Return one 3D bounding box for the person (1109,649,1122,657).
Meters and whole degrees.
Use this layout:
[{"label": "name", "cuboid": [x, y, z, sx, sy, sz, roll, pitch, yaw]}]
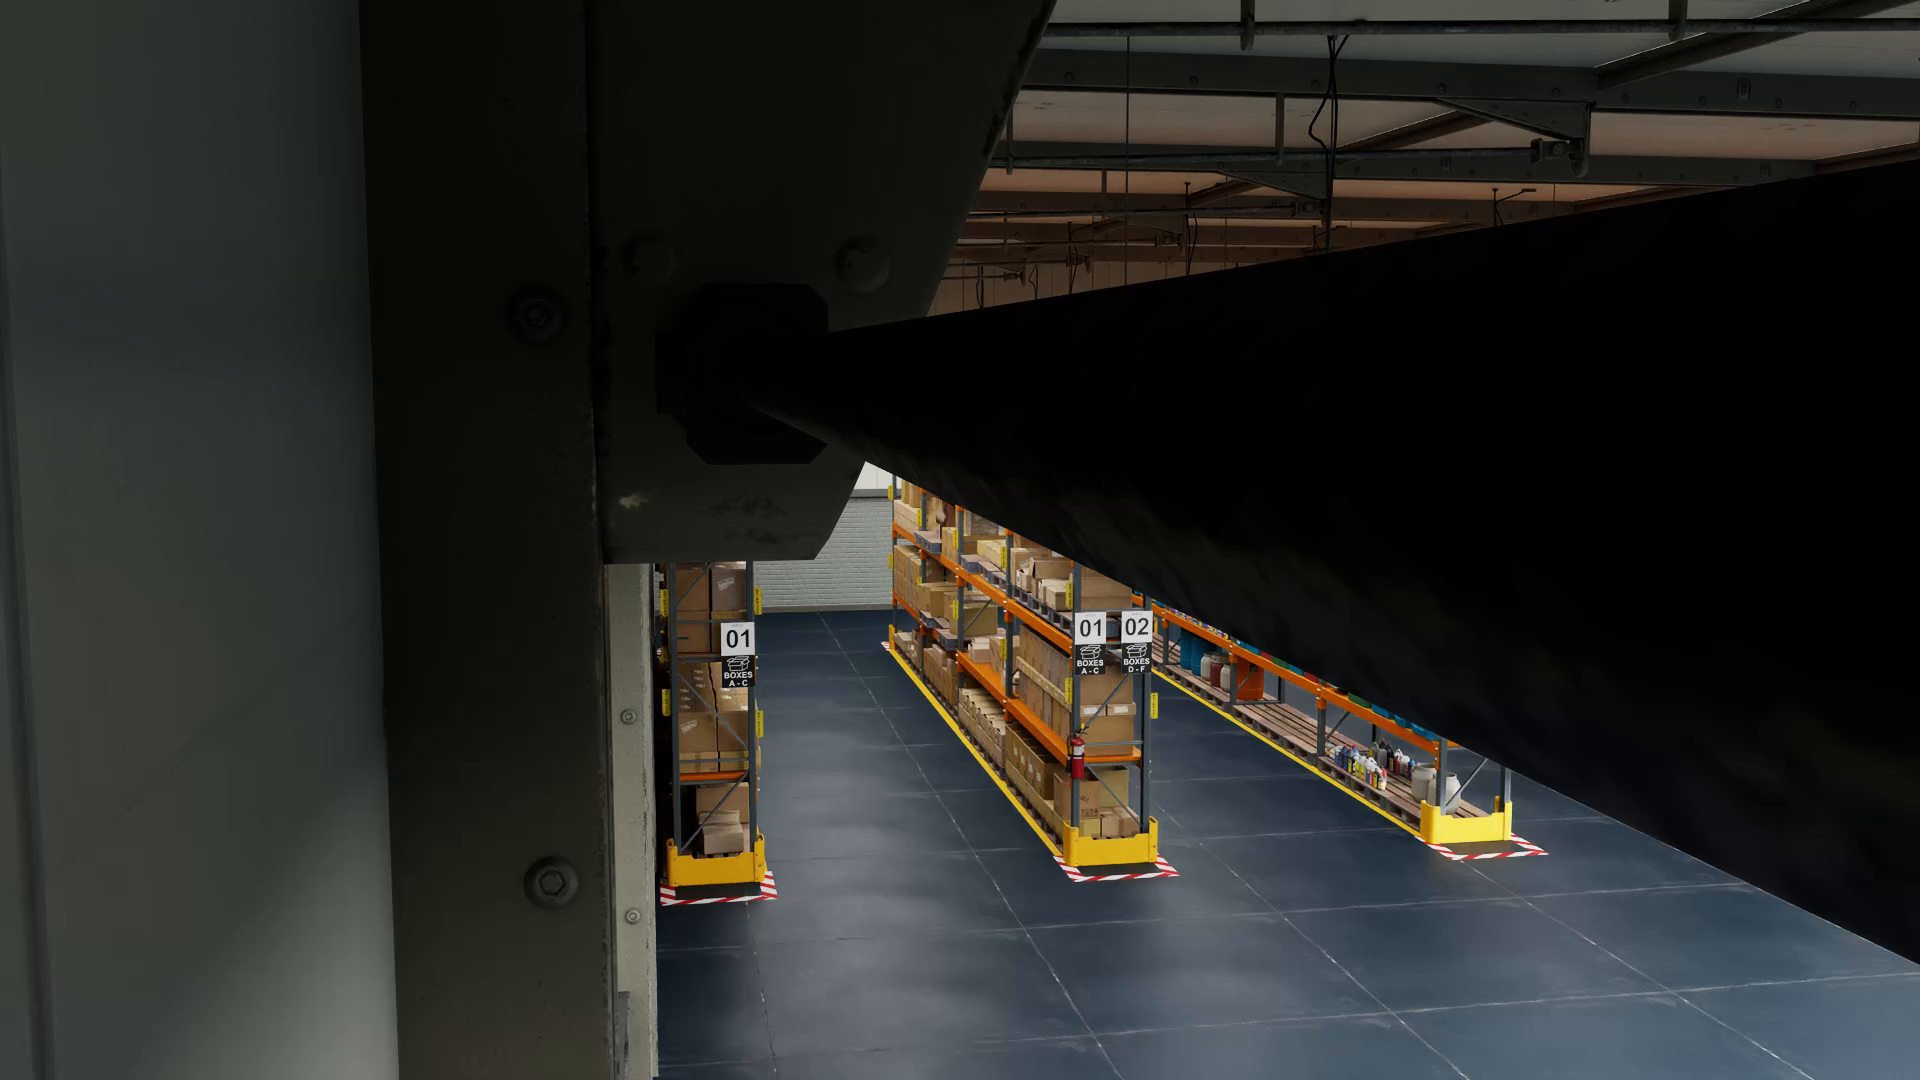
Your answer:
[{"label": "person", "cuboid": [2.600, 2.402, 28.412, 0.773, 1.717, 0.614, -1, 6, -5]}]
